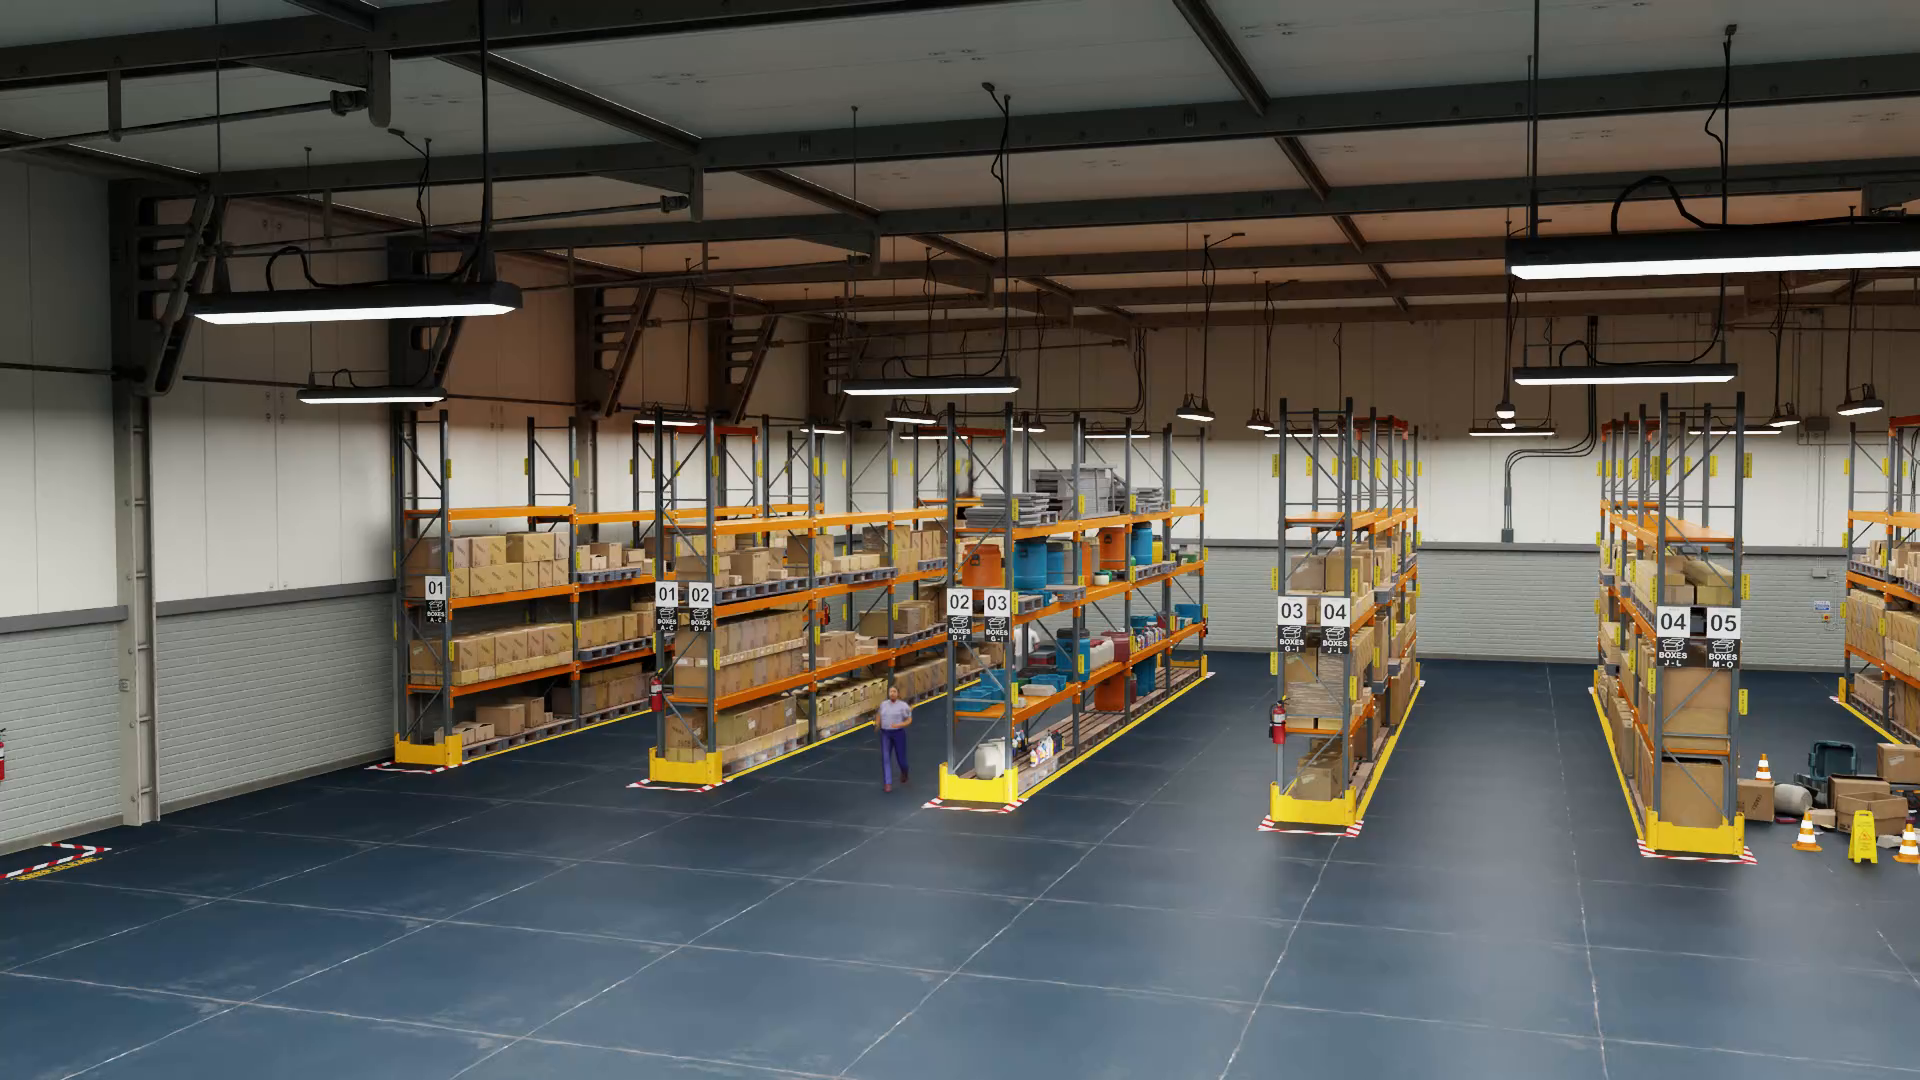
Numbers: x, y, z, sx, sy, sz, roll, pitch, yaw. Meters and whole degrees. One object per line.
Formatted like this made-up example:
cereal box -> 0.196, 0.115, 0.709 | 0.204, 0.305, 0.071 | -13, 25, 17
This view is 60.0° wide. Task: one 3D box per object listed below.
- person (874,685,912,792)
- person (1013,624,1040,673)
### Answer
person -> -1.053, 3.077, 25.931 | 0.631, 1.619, 0.813 | 1, 3, 13
person -> 1.420, 2.561, 36.866 | 0.699, 1.719, 0.605 | 0, 2, 9
